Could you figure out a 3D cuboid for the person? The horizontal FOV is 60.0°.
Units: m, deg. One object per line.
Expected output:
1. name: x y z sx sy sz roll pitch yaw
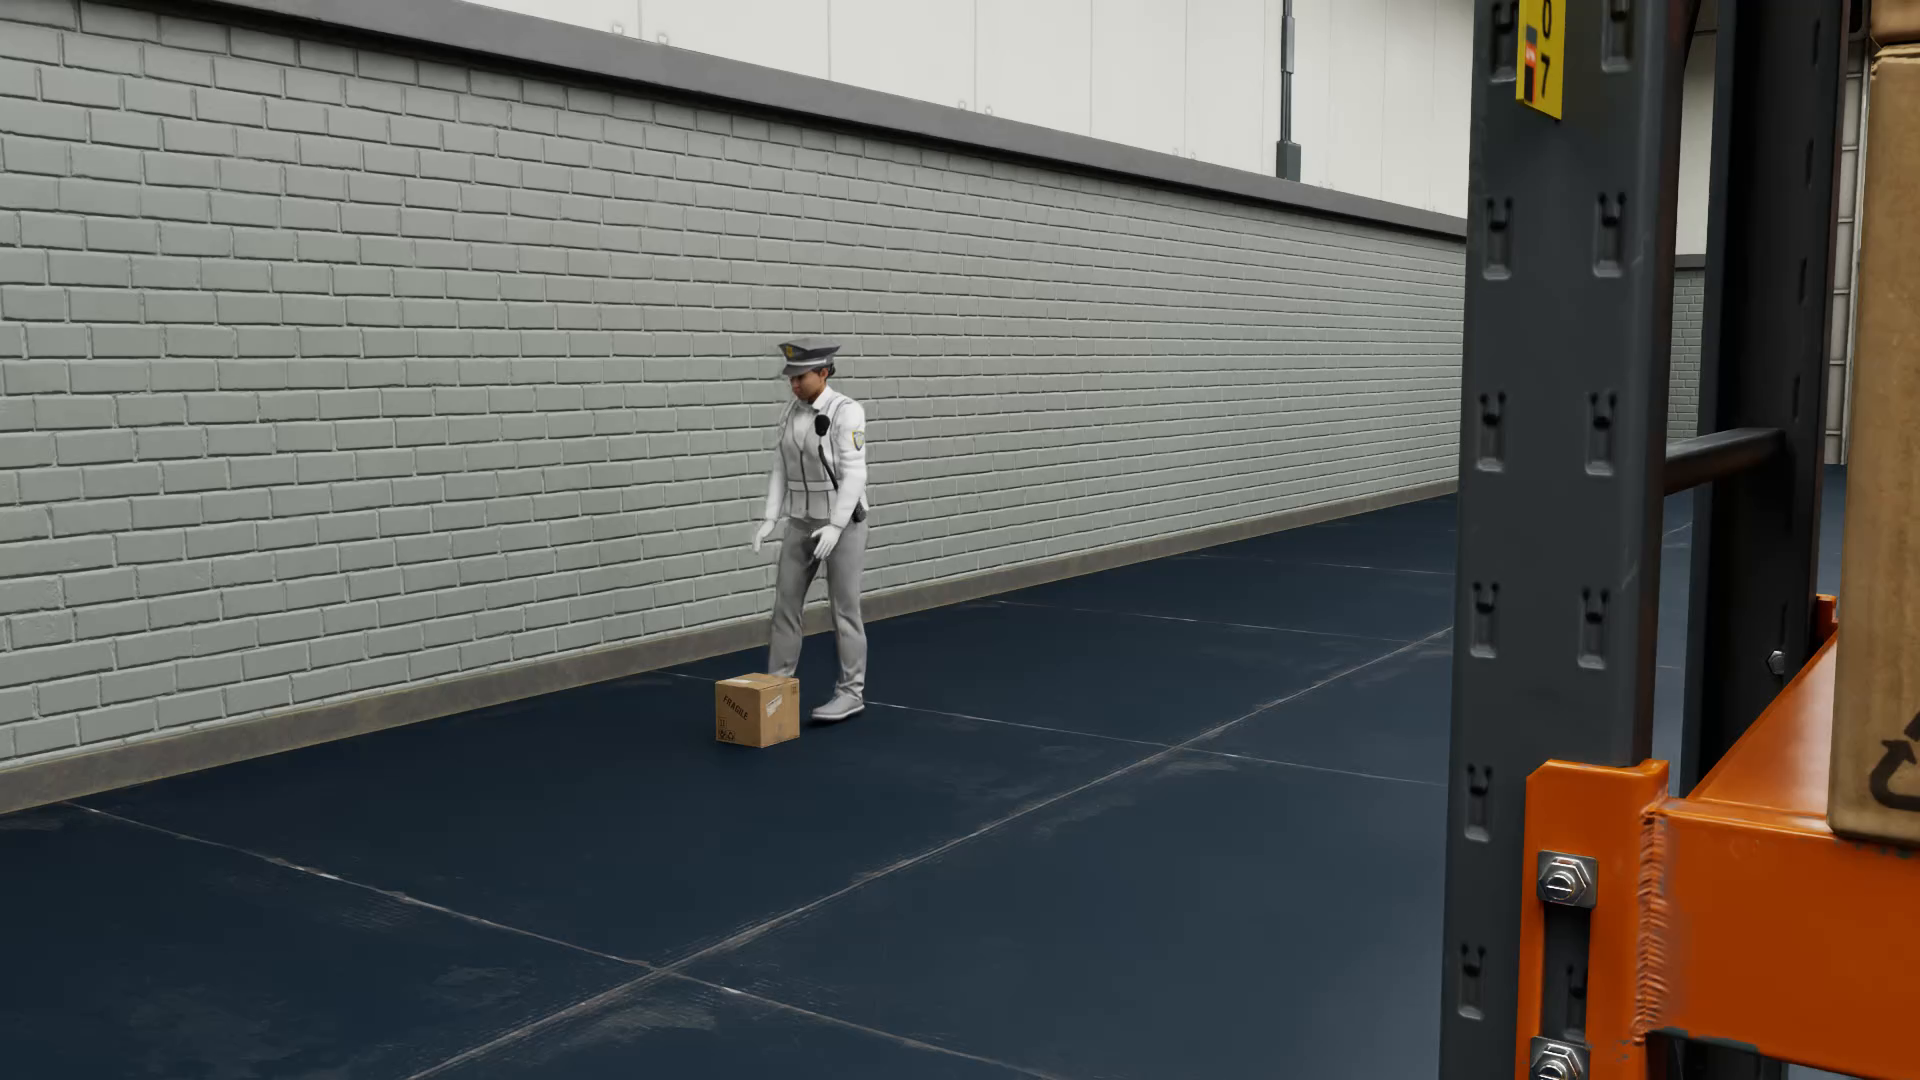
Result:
1. person: -0.661 -0.033 7.221 0.521 1.679 0.514 4 8 34
